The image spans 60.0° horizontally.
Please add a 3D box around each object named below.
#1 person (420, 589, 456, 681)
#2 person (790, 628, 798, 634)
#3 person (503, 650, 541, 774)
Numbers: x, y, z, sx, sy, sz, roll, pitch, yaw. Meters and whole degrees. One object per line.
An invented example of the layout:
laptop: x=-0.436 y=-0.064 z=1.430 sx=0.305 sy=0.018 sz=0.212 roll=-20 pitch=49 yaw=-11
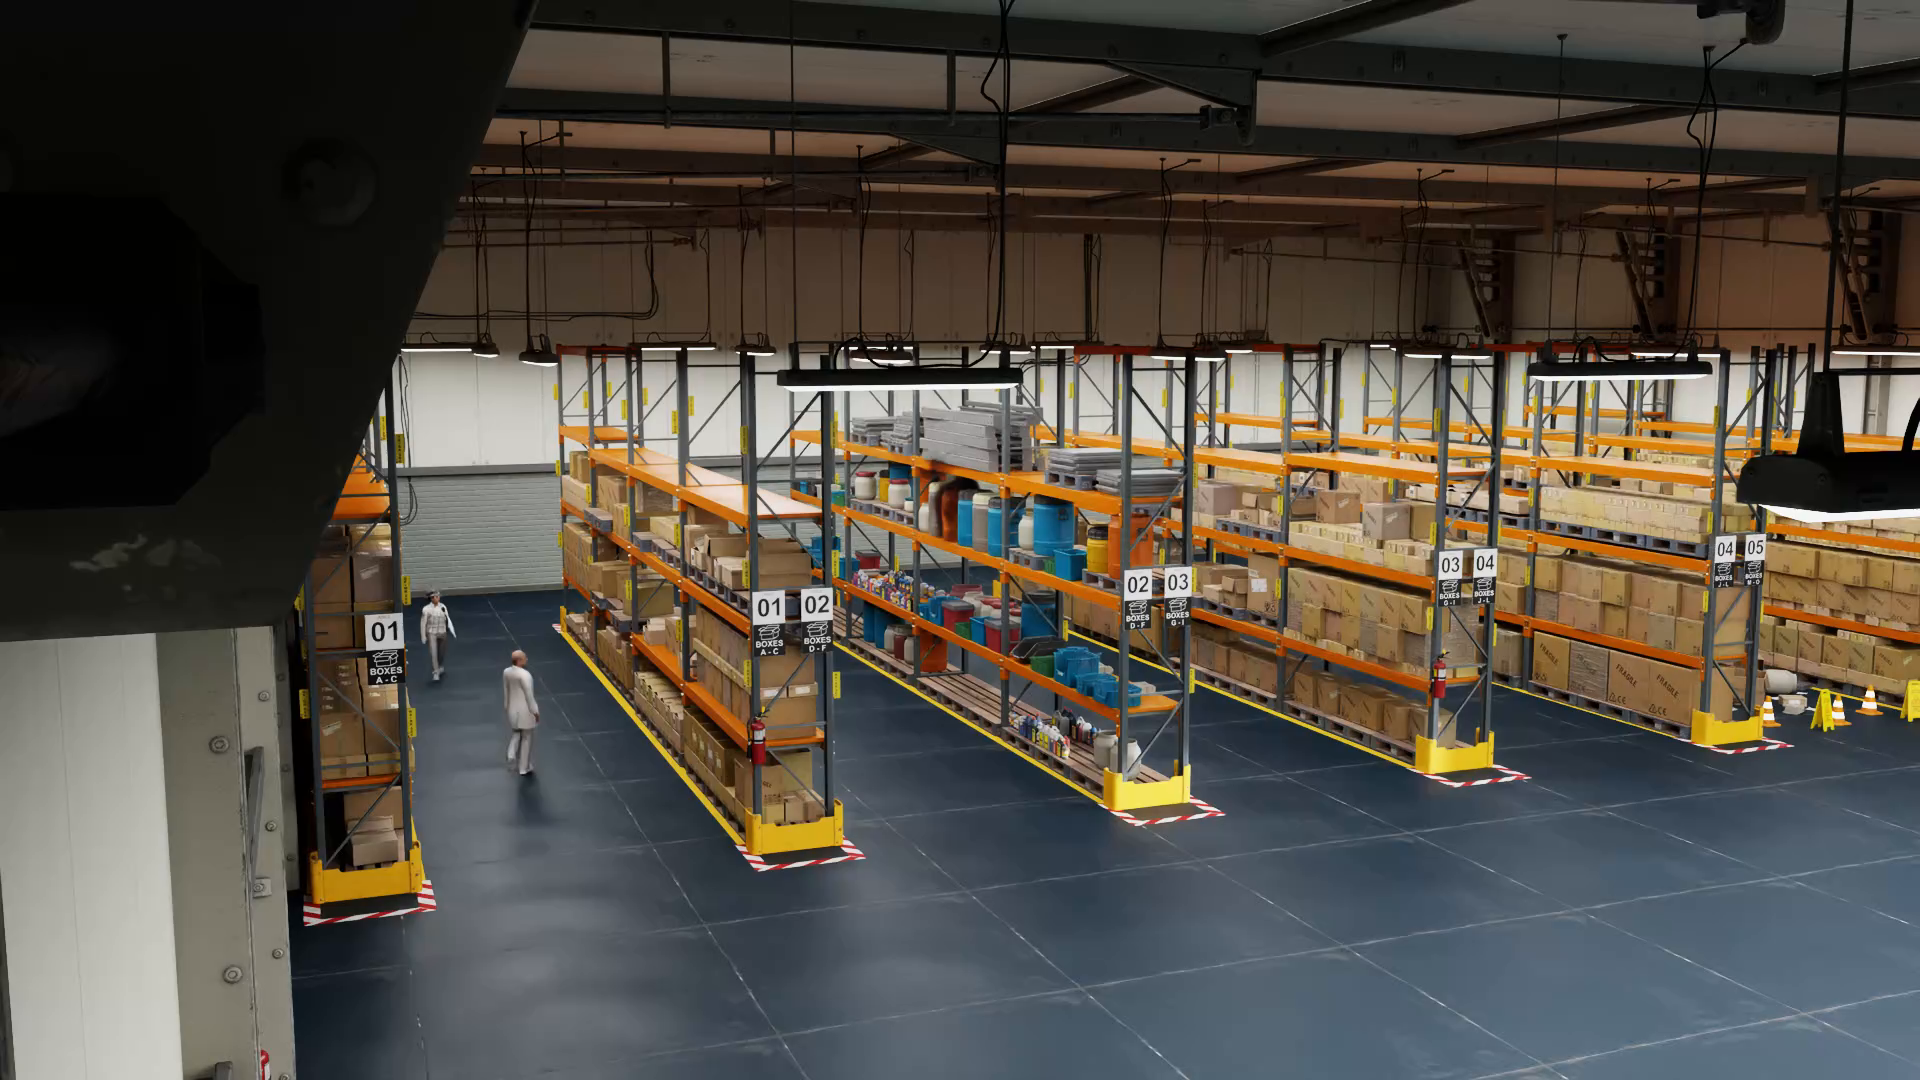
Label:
person: x=-9.462 y=1.687 z=30.128 sx=0.598 sy=1.636 sz=0.996 roll=-3 pitch=8 yaw=-23
person: x=-2.788 y=2.069 z=27.230 sx=0.516 sy=1.582 sz=0.635 roll=-3 pitch=8 yaw=-25
person: x=-6.246 y=2.464 z=23.635 sx=0.582 sy=1.748 sz=0.504 roll=2 pitch=7 yaw=14
